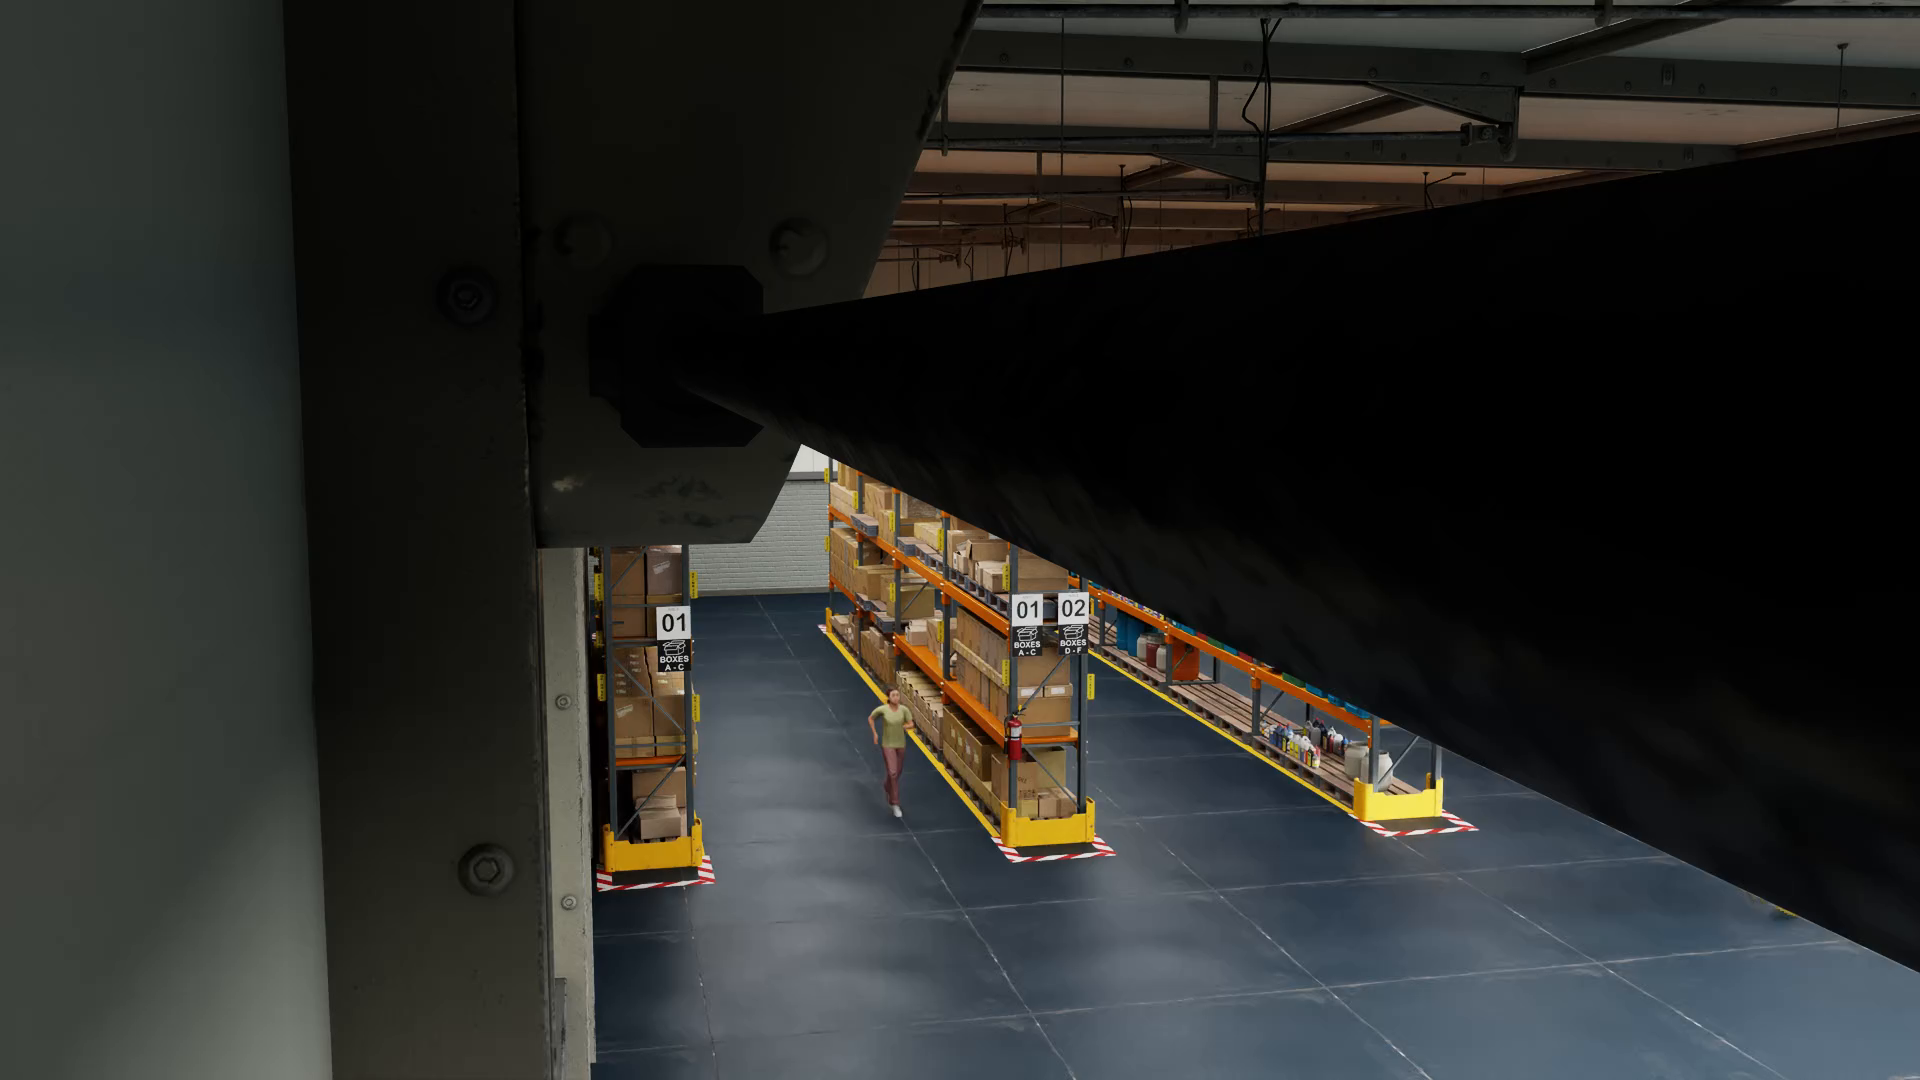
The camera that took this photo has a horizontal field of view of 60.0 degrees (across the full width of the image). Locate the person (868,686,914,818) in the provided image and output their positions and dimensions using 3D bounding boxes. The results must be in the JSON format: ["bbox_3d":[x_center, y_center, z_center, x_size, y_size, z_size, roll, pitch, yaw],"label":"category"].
[{"bbox_3d":[-0.900,2.816,22.523,0.557,1.701,0.879,-3,7,-24],"label":"person"}]
